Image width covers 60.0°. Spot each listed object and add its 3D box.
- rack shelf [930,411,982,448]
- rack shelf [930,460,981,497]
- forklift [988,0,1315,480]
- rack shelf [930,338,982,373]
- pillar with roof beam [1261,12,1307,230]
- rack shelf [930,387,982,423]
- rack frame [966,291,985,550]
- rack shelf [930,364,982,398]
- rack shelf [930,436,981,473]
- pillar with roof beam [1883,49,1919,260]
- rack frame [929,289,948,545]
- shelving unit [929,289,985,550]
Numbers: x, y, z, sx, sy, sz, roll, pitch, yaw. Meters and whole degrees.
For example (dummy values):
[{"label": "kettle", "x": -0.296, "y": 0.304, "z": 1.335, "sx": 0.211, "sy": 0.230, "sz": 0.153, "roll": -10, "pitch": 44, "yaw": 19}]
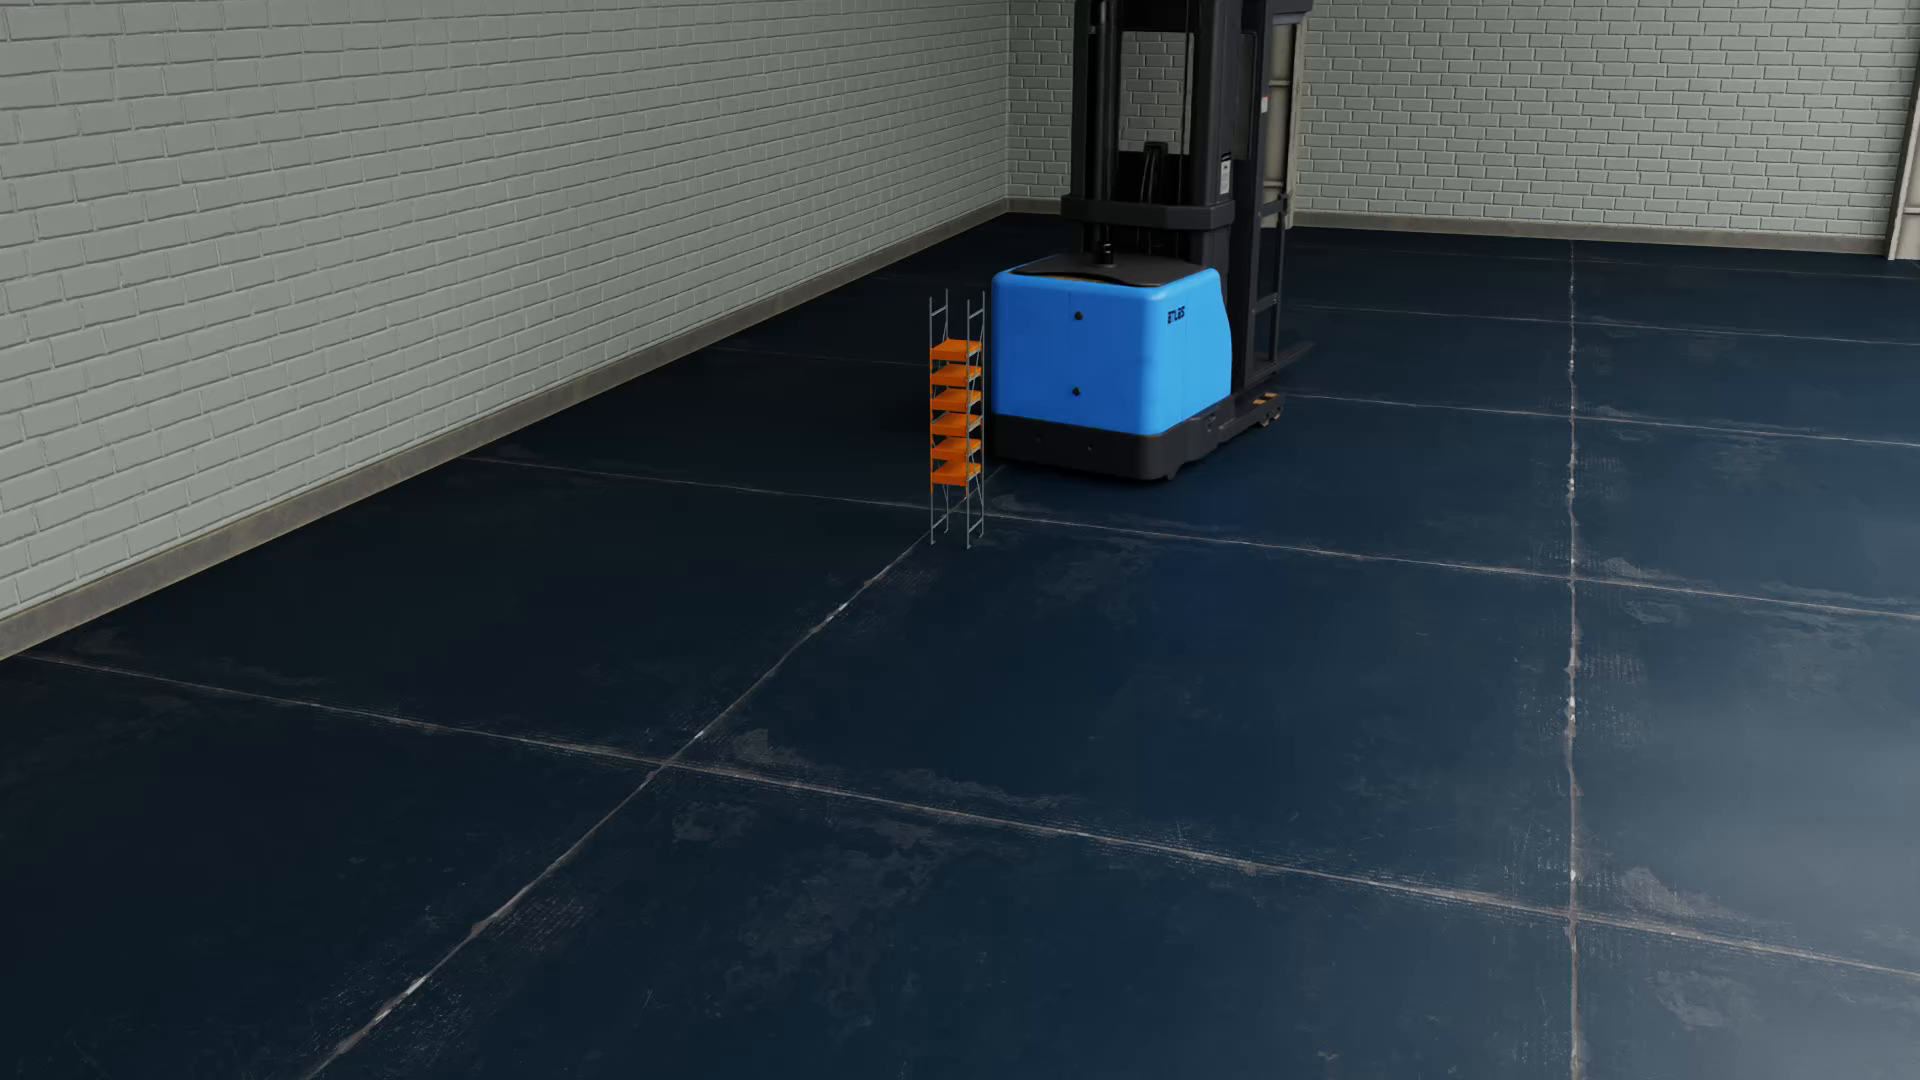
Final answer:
[{"label": "rack shelf", "x": -0.014, "y": -0.526, "z": 7.898, "sx": 0.180, "sy": 0.103, "sz": 0.258, "roll": 7, "pitch": 20, "yaw": 18}, {"label": "rack shelf", "x": -0.014, "y": -0.300, "z": 7.977, "sx": 0.180, "sy": 0.103, "sz": 0.258, "roll": 7, "pitch": 20, "yaw": 18}, {"label": "forklift", "x": 1.338, "y": -2.136, "z": 9.751, "sx": 1.130, "sy": 2.935, "sz": 3.031, "roll": 11, "pitch": 22, "yaw": 29}, {"label": "rack shelf", "x": -0.014, "y": -0.866, "z": 7.779, "sx": 0.180, "sy": 0.103, "sz": 0.258, "roll": 7, "pitch": 20, "yaw": 18}, {"label": "pillar with roof beam", "x": 1.886, "y": -6.225, "z": 12.263, "sx": 0.400, "sy": 9.000, "sz": 9.100, "roll": 7, "pitch": 20, "yaw": 18}, {"label": "rack shelf", "x": -0.014, "y": -0.639, "z": 7.858, "sx": 0.180, "sy": 0.103, "sz": 0.258, "roll": 7, "pitch": 20, "yaw": 18}, {"label": "rack frame", "x": 0.073, "y": -0.558, "z": 7.855, "sx": 0.006, "sy": 1.200, "sz": 0.240, "roll": 7, "pitch": 20, "yaw": 18}, {"label": "rack shelf", "x": -0.014, "y": -0.753, "z": 7.819, "sx": 0.180, "sy": 0.103, "sz": 0.258, "roll": 7, "pitch": 20, "yaw": 18}, {"label": "rack shelf", "x": -0.014, "y": -0.413, "z": 7.937, "sx": 0.180, "sy": 0.103, "sz": 0.258, "roll": 7, "pitch": 20, "yaw": 18}, {"label": "pillar with roof beam", "x": 7.553, "y": -5.577, "z": 10.403, "sx": 0.400, "sy": 9.000, "sz": 9.100, "roll": 7, "pitch": 20, "yaw": 18}, {"label": "rack frame", "x": -0.100, "y": -0.578, "z": 7.912, "sx": 0.006, "sy": 1.200, "sz": 0.240, "roll": 7, "pitch": 20, "yaw": 18}, {"label": "shelving unit", "x": -0.014, "y": -0.568, "z": 7.883, "sx": 0.189, "sy": 1.200, "sz": 0.258, "roll": 7, "pitch": 20, "yaw": 18}]
